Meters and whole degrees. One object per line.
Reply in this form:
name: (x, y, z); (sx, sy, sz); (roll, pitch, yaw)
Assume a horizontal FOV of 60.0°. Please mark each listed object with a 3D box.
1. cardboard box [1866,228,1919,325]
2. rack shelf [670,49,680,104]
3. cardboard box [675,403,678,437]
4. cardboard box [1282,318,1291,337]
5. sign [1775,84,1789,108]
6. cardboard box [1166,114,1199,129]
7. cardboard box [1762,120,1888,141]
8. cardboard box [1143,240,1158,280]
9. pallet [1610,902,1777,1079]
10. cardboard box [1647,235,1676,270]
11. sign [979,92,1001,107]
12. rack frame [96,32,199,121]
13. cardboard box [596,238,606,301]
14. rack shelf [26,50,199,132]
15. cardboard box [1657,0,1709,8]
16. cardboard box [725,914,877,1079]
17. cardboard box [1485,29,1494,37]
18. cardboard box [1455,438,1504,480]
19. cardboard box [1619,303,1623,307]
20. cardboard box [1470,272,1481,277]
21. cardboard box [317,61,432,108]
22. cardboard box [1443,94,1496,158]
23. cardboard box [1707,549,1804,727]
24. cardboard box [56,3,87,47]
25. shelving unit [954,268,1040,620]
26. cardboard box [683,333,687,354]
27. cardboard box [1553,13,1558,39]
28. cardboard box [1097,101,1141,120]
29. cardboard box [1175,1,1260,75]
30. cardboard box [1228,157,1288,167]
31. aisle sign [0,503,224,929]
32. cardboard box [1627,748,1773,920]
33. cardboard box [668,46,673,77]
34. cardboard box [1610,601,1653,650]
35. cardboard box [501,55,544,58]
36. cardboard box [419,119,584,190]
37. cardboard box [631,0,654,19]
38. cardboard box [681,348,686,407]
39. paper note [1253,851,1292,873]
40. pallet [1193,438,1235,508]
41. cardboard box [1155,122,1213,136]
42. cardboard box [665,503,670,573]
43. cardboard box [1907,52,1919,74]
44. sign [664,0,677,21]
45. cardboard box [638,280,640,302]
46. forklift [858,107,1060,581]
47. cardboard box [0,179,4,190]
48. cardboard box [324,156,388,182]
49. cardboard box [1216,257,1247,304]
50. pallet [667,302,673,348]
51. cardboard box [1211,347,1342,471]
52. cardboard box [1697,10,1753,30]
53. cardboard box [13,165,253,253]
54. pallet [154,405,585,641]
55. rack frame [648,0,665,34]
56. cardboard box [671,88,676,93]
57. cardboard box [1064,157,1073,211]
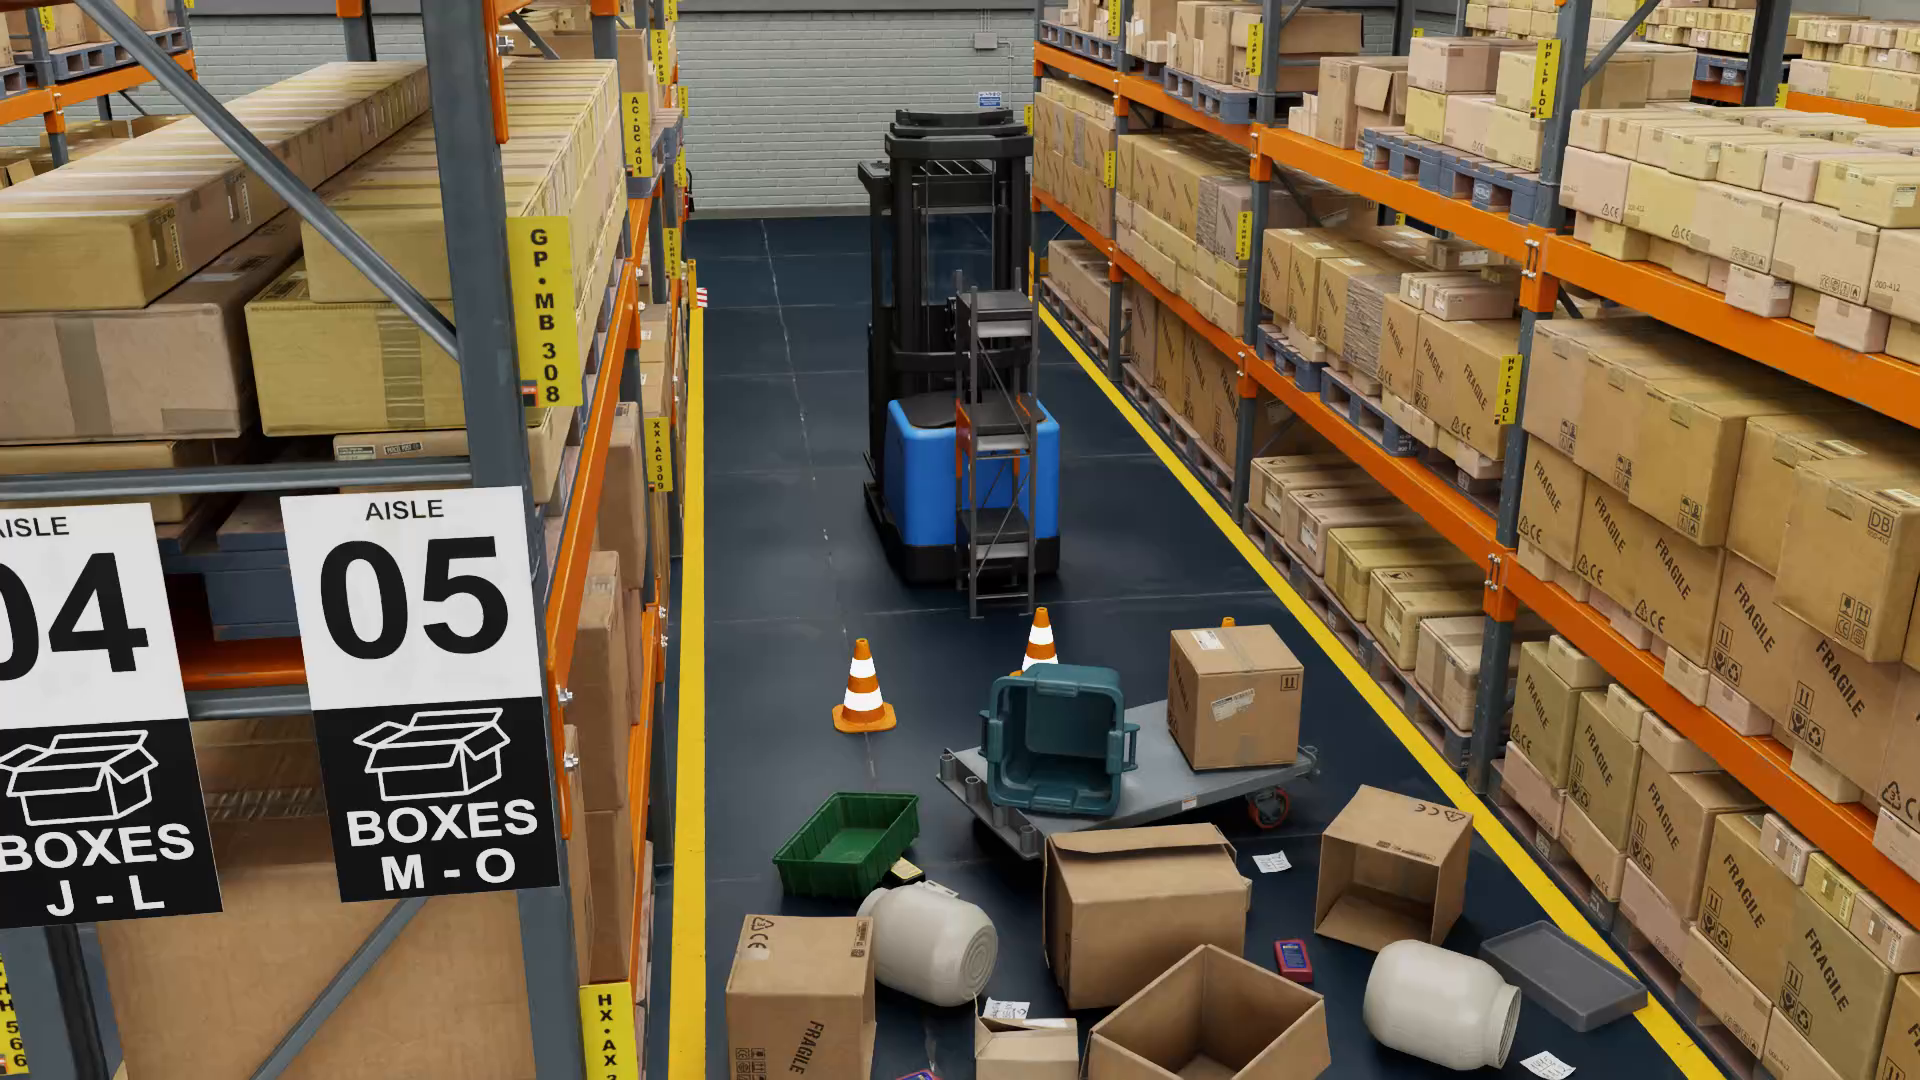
cardboard box: (3.144, -0.780, 5.020); (0.500, 0.250, 0.500); (-2, 21, -6)
rack shelf: (-3.267, -4.420, 16.003); (1.077, 0.370, 4.000); (-3, 21, -8)
cardboard box: (-2.262, -0.902, 11.745); (0.500, 0.250, 0.500); (-4, 21, -10)
cardboard box: (2.352, -1.416, 10.980); (0.380, 0.149, 0.250); (-4, 21, -11)
sign: (3.594, -1.851, 7.359); (0.100, 0.325, 0.005); (-3, 21, -8)
cardboard box: (2.116, -3.885, 15.332); (0.380, 0.149, 0.250); (-3, 21, -9)
cardboard box: (3.382, -1.555, 6.525); (0.380, 0.149, 0.250); (-2, 21, -6)
cardboard box: (1.841, -2.350, 13.936); (0.500, 0.250, 0.500); (-3, 21, -8)
pallet: (3.369, 1.787, 6.631); (1.003, 0.211, 1.213); (-3, 21, -8)
cardboard box: (2.988, -1.167, 6.626); (0.380, 0.149, 0.250); (-3, 21, -8)
sign: (0.436, -6.425, 24.245); (0.327, 0.218, 0.001); (-3, 21, -8)
rack frame: (-8.478, -3.829, 17.680); (1.000, 3.000, 0.127); (-3, 21, -8)
cardboard box: (-1.236, -0.782, 4.851); (0.380, 0.149, 0.250); (-3, 21, -8)
rack shelf: (-8.190, -4.204, 15.427); (1.077, 0.370, 4.000); (-3, 21, -8)
cardboard box: (6.514, -4.938, 14.961); (0.396, 0.266, 0.258); (-3, 21, -8)
cardboard box: (-0.586, 1.766, 6.268); (0.500, 0.500, 0.500); (1, 20, 2)
cardboard box: (6.119, -5.656, 18.645); (0.380, 0.149, 0.250); (-3, 21, -7)
cardboard box: (2.711, -0.417, 8.304); (0.380, 0.149, 0.250); (-3, 21, -7)
cardboard box: (6.955, -2.373, 17.025); (0.500, 0.311, 0.500); (-2, 21, -6)
cardboard box: (3.059, -1.256, 9.624); (0.500, 0.500, 0.500); (-4, 21, -10)
cardboard box: (-2.109, -1.651, 6.037); (0.380, 0.149, 0.250); (-3, 21, -7)
cardboard box: (2.763, -2.076, 8.314); (0.500, 0.250, 0.500); (-3, 21, -7)
cardboard box: (3.093, 0.328, 5.984); (0.500, 0.500, 0.500); (-3, 21, -7)
cardboard box: (-8.147, -4.594, 14.555); (0.700, 0.500, 0.500); (-2, 21, -5)
shelving unit: (0.218, -0.585, 10.281); (0.431, 2.100, 0.503); (-4, 21, -10)
cardboard box: (-2.714, -1.801, 15.301); (0.380, 0.149, 0.250); (-2, 21, -5)
cardboard box: (6.351, -5.181, 16.804); (0.500, 0.250, 0.500); (-2, 21, -7)
cardboard box: (1.535, -4.124, 15.971); (0.380, 0.149, 0.250); (-3, 21, -8)
cardboard box: (1.941, -3.803, 12.581); (0.500, 0.500, 0.500); (-3, 21, -7)
cardboard box: (2.443, -2.783, 13.308); (0.500, 0.500, 0.500); (-3, 21, -7)
aisle sign: (-1.536, 0.318, 2.863); (0.394, 0.787, 0.004); (-3, 21, -8)
cardboard box: (3.038, 1.149, 6.612); (0.500, 0.500, 0.500); (-2, 21, -5)
cardboard box: (-2.784, -4.167, 14.514); (0.500, 0.250, 0.500); (-2, 21, -5)
cardboard box: (2.944, 0.332, 6.900); (0.380, 0.149, 0.250); (-2, 21, -6)
cardboard box: (-2.736, -2.911, 10.793); (0.500, 0.500, 0.500); (-3, 21, -8)
cardboard box: (-1.164, -0.981, 4.244); (0.380, 0.149, 0.250); (-3, 21, -8)
cardboard box: (-2.781, -4.528, 14.195); (0.380, 0.149, 0.250); (-3, 21, -9)
cardboard box: (-2.623, -1.441, 14.260); (0.500, 0.500, 0.500); (-3, 21, -9)
paper note: (1.446, 1.487, 7.692); (0.148, 0.019, 0.142); (-3, 21, -8)
pallet: (2.443, -0.529, 12.831); (1.003, 0.211, 1.213); (-3, 21, -8)
cardboard box: (2.076, -3.636, 15.592); (0.500, 0.500, 0.500); (-3, 21, -7)
cardboard box: (-2.403, -0.201, 10.584); (1.050, 0.750, 0.750); (-3, 21, -8)
cardboard box: (7.104, -3.443, 12.004); (0.380, 0.149, 0.250); (-2, 21, -7)
sign: (-2.430, -4.520, 13.942); (0.100, 0.325, 0.005); (-3, 21, -8)
cardboard box: (-2.347, -1.633, 10.230); (0.700, 0.500, 0.500); (-3, 21, -8)
forklift: (-0.112, -1.587, 11.777); (1.130, 2.935, 3.031); (-4, 21, -10)
cardboard box: (-7.714, -2.502, 12.550); (0.797, 0.503, 0.637); (-3, 21, -7)
cardboard box: (-1.811, -0.899, 4.595); (0.500, 0.250, 0.500); (-3, 21, -7)
cardboard box: (2.160, -1.877, 11.956); (0.500, 0.250, 0.500); (-3, 21, -8)
pallet: (-2.610, -1.426, 11.520); (1.213, 0.211, 1.003); (-3, 21, -8)
cardboard box: (2.464, -1.003, 12.552); (0.875, 0.875, 0.875); (-3, 21, -8)
cardboard box: (6.592, -4.474, 14.310); (0.380, 0.149, 0.250); (-3, 21, -9)
cardboard box: (-1.705, -0.684, 3.448); (0.380, 0.149, 0.250); (-3, 21, -7)
pallet: (-1.366, -0.124, 3.601); (1.003, 0.211, 1.213); (-3, 21, -8)
rack frame: (-2.979, -5.469, 13.498); (1.000, 3.000, 0.127); (-3, 21, -8)
cardboard box: (-3.170, -4.377, 17.151); (0.500, 0.500, 0.500); (-4, 21, -10)
cardboard box: (1.358, -3.671, 17.116); (0.500, 0.500, 0.500); (-2, 21, -6)
